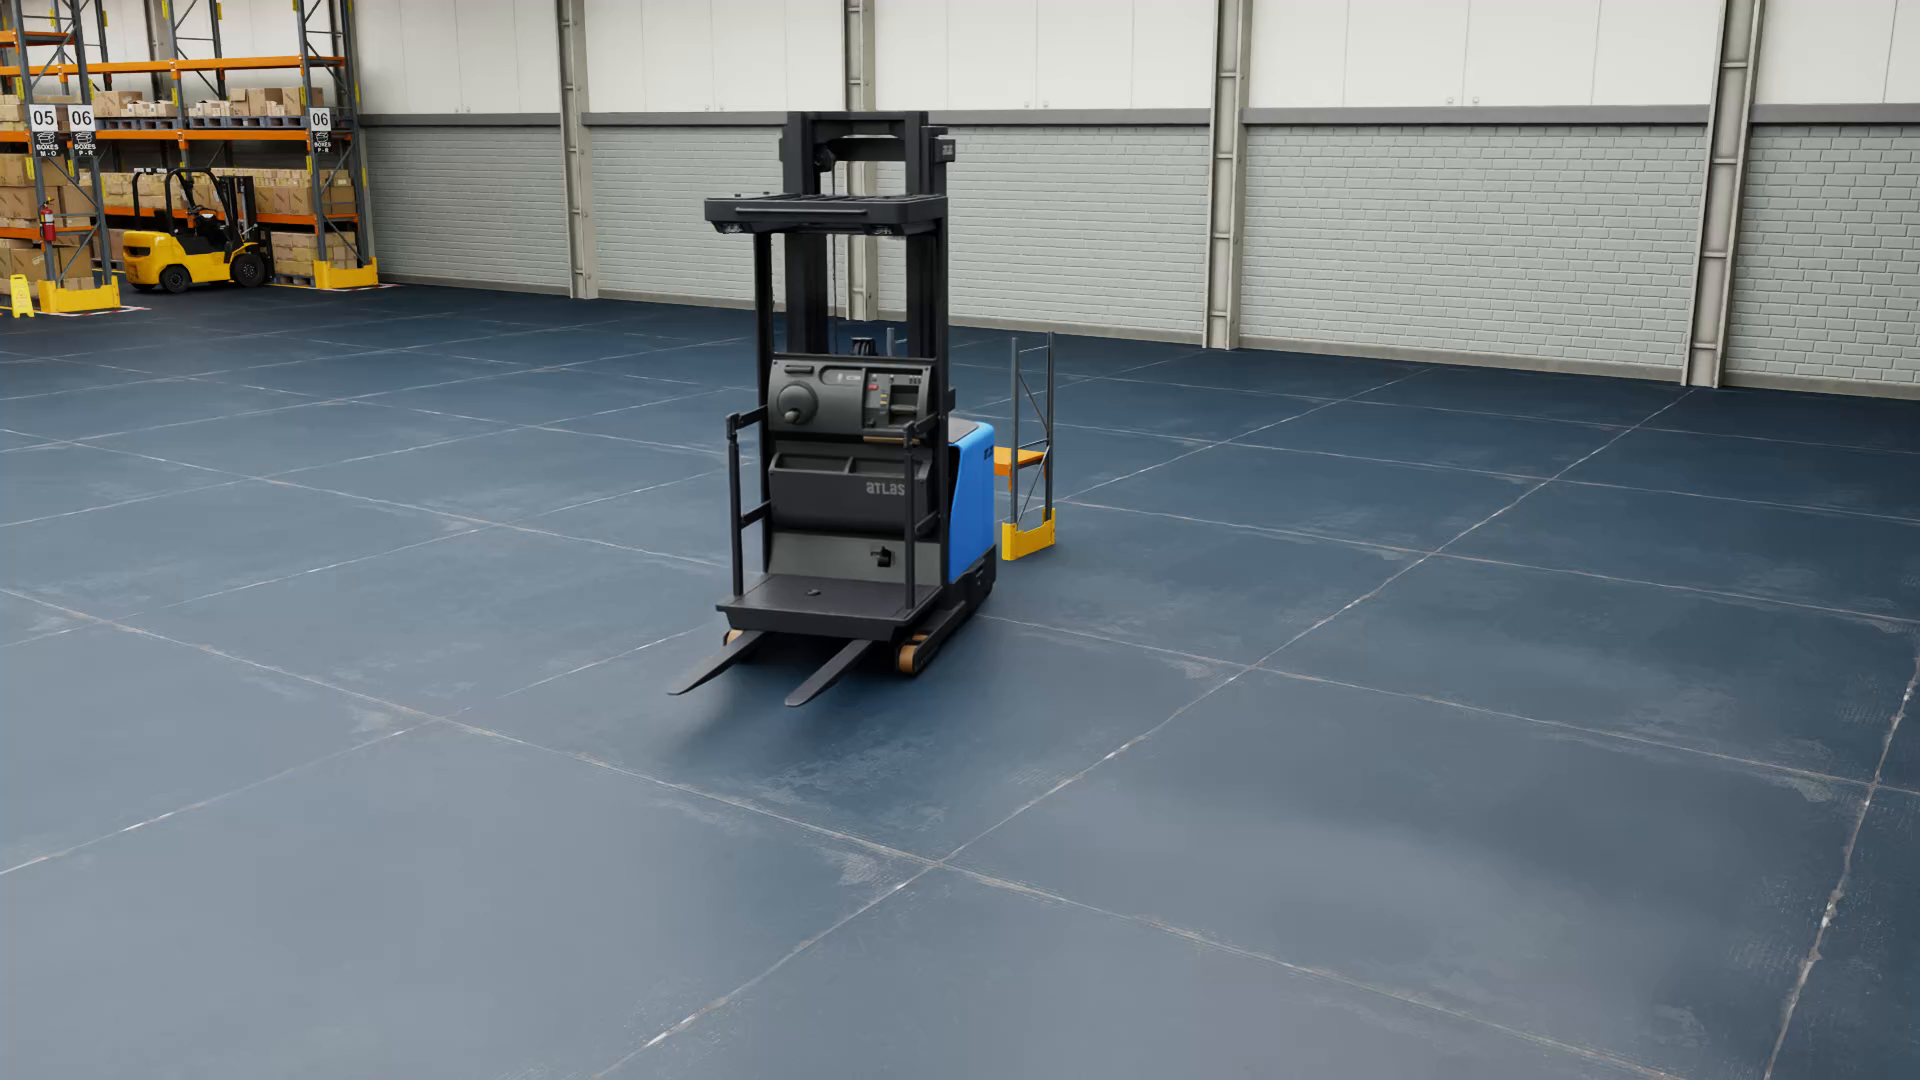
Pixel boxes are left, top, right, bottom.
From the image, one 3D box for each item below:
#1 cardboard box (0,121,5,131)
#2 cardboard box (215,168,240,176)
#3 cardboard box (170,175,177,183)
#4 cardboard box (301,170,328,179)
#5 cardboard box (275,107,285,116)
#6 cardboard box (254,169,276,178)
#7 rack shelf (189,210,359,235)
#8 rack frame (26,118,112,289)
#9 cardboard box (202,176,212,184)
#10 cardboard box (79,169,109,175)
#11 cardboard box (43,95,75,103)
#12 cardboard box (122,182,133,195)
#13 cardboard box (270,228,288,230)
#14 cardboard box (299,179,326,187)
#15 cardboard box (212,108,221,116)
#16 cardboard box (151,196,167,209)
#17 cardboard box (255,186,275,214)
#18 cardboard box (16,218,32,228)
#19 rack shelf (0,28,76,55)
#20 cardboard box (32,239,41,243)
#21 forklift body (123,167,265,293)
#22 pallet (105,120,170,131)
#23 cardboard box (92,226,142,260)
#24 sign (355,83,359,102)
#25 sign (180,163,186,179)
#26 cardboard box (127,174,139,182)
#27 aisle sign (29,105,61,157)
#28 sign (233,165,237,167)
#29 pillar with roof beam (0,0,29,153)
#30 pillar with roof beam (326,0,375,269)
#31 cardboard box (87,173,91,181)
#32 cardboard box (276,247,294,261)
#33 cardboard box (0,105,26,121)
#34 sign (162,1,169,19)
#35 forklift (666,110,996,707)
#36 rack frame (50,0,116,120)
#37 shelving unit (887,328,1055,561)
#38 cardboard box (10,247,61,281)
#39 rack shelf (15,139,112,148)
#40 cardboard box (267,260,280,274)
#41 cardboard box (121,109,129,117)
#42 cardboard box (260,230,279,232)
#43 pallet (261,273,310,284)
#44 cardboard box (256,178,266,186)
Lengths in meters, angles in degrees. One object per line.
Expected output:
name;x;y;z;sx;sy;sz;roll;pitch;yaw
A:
cardboard box;-15.026;-6.574;26.417;0.250;0.149;0.380;10;17;34
cardboard box;-13.960;-7.006;31.707;0.250;0.149;0.380;10;17;34
cardboard box;-15.331;-7.101;32.708;0.250;0.149;0.380;9;16;32
cardboard box;-11.795;-6.682;30.398;0.250;0.149;0.380;9;17;33
cardboard box;-12.238;-7.806;30.311;0.250;0.149;0.380;9;16;31
cardboard box;-12.910;-6.834;31.009;0.250;0.149;0.380;10;17;34
rack shelf;-13.040;-6.088;31.670;4.000;0.370;1.077;9;17;33
rack frame;-14.148;-5.178;26.500;0.127;3.000;1.000;9;17;33
cardboard box;-14.366;-6.939;32.053;0.250;0.149;0.380;10;17;34
cardboard box;-18.359;-7.594;35.176;0.500;0.500;0.500;10;17;35
cardboard box;-14.329;-6.988;26.430;0.250;0.149;0.380;9;17;32
cardboard box;-16.510;-7.098;33.528;0.500;0.250;0.500;9;17;34
cardboard box;-13.342;-5.897;32.168;0.500;0.250;0.500;9;17;33
cardboard box;-11.825;-6.523;30.372;0.250;0.149;0.380;9;17;34
cardboard box;-13.859;-8.068;31.370;0.250;0.149;0.380;10;17;34
cardboard box;-15.684;-6.714;33.015;0.500;0.250;0.500;9;17;32
cardboard box;-12.786;-6.371;31.109;0.500;0.500;0.500;9;16;32
cardboard box;-14.850;-5.076;26.608;0.250;0.149;0.380;9;16;32
rack shelf;-15.807;-8.008;26.949;4.000;0.370;1.077;9;17;33
cardboard box;-19.776;-6.451;35.967;0.500;0.500;0.500;8;16;31
forklift body;-13.972;-5.647;30.159;1.214;2.155;2.313;9;17;33
pallet;-16.476;-8.383;33.597;1.213;0.211;1.003;10;17;35
cardboard box;-17.509;-6.206;34.720;0.625;0.625;0.875;10;17;35
sign;-11.066;-8.197;30.468;0.005;0.325;0.100;9;17;33
sign;-14.994;-7.119;32.095;0.005;0.325;0.100;9;17;33
cardboard box;-16.447;-7.255;33.332;0.250;0.149;0.380;9;16;31
aisle sign;-14.258;-6.374;25.920;0.004;0.787;0.394;9;17;33
sign;-14.391;-7.275;33.001;0.005;0.325;0.100;9;17;33
pillar with roof beam;-23.815;-10.105;33.915;0.400;9.000;9.100;9;17;33
pillar with roof beam;-13.858;-8.495;27.414;0.400;9.000;9.100;9;17;33
cardboard box;-17.696;-7.468;34.190;0.250;0.149;0.380;10;17;34
cardboard box;-12.369;-5.353;31.012;0.500;0.250;0.500;9;17;32
cardboard box;-14.723;-6.721;26.182;0.500;0.250;0.500;9;16;32
sign;-14.993;-9.999;31.380;0.005;0.325;0.100;9;17;33
forklift;-0.668;-0.803;8.968;1.130;2.935;3.031;4;14;15
rack frame;-18.019;-10.154;34.113;0.127;3.000;1.000;9;17;33
shelving unit;0.063;-0.718;11.602;1.083;1.500;0.587;9;17;33
cardboard box;-14.958;-4.467;26.913;0.500;0.500;0.500;9;17;33
rack shelf;-19.678;-8.616;35.643;4.000;0.370;1.077;9;17;33
cardboard box;-12.764;-5.175;31.335;0.500;0.250;0.500;9;17;33
cardboard box;-16.421;-8.482;33.043;0.250;0.149;0.380;9;16;32
cardboard box;-13.204;-5.725;31.475;0.500;0.250;0.500;9;16;32
pallet;-13.047;-5.073;31.877;1.213;0.211;1.003;9;17;33
cardboard box;-12.903;-6.690;31.047;0.250;0.149;0.380;9;17;33
